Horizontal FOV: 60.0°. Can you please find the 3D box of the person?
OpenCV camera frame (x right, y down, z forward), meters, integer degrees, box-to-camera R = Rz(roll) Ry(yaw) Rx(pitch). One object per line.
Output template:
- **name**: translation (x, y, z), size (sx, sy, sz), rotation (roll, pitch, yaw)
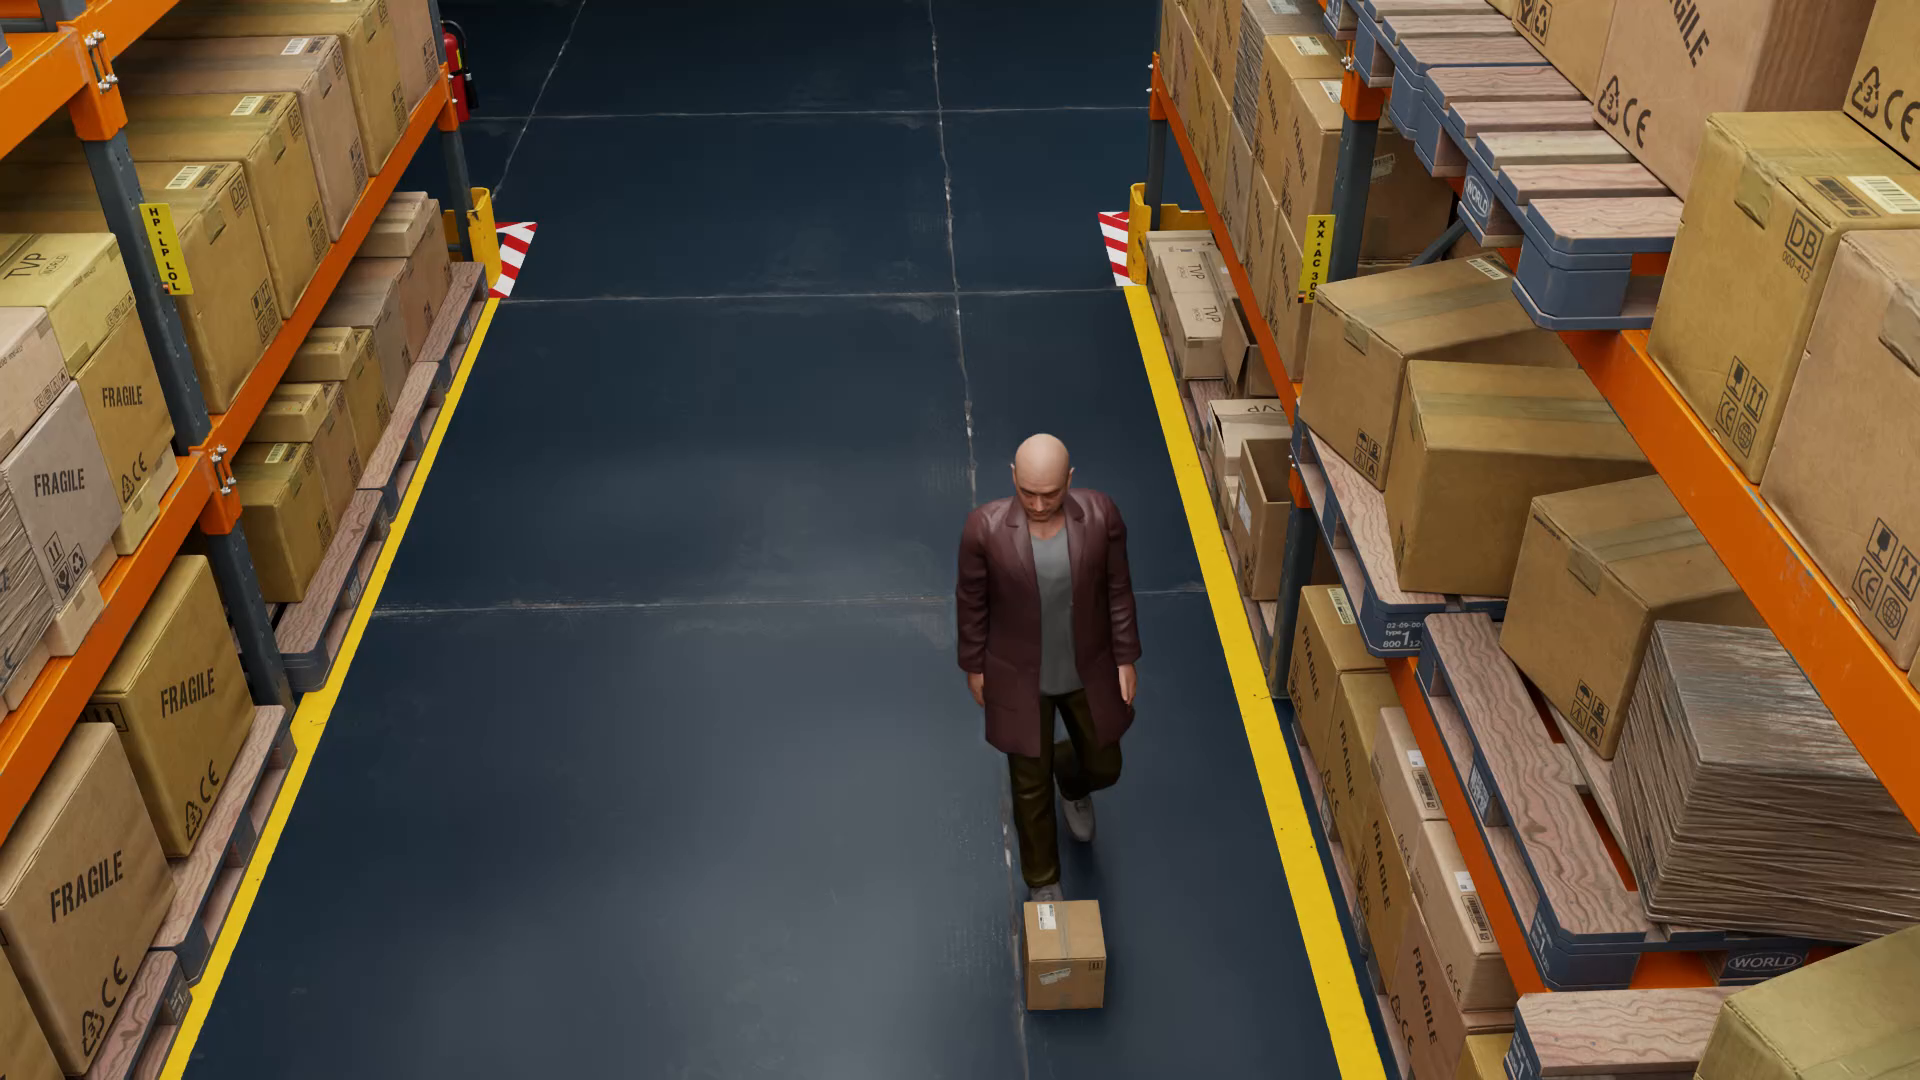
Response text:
- **person**: translation (0.307, 0.451, 5.482), size (0.606, 1.772, 0.776), rotation (-5, 35, -7)
